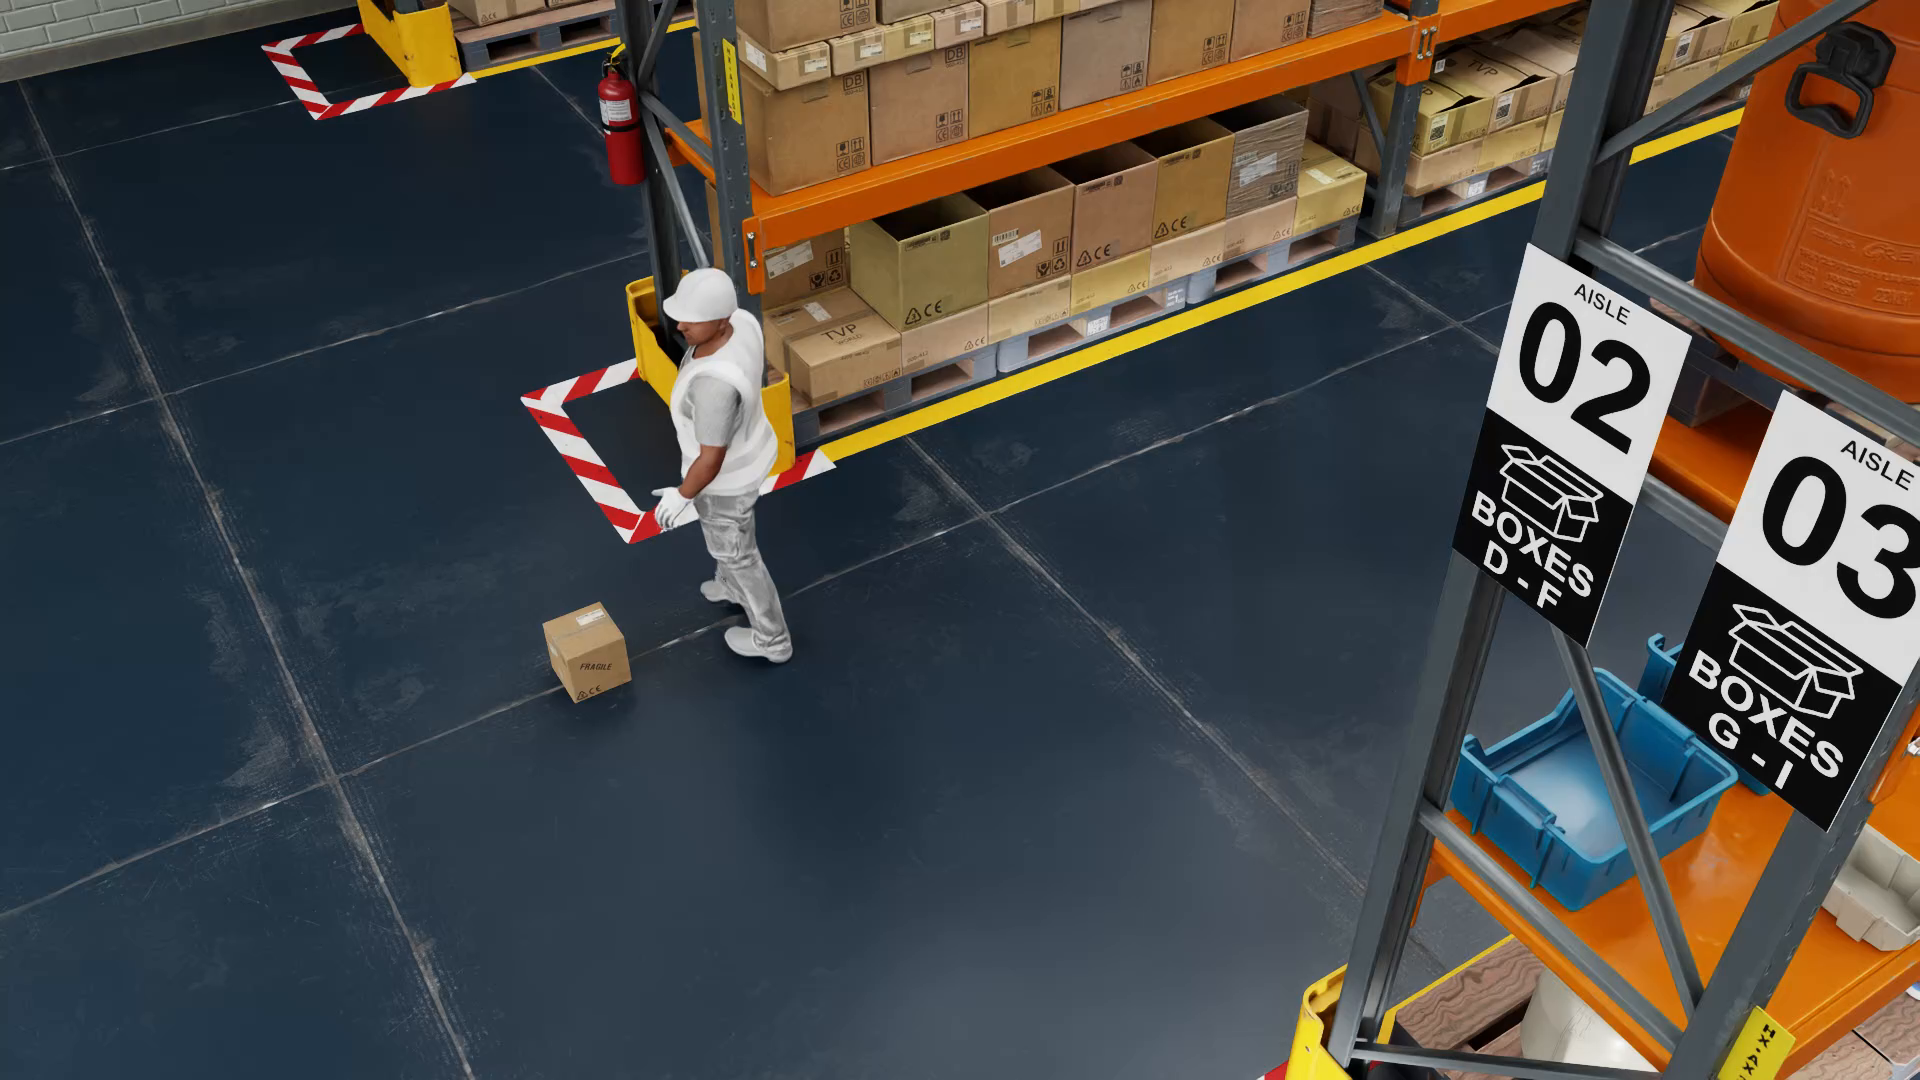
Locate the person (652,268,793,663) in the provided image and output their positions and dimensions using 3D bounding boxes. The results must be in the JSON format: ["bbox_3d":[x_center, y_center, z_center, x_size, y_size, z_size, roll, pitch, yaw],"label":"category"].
[{"bbox_3d":[-0.923,-0.299,6.504,0.549,1.820,0.717,10,41,12],"label":"person"}]
